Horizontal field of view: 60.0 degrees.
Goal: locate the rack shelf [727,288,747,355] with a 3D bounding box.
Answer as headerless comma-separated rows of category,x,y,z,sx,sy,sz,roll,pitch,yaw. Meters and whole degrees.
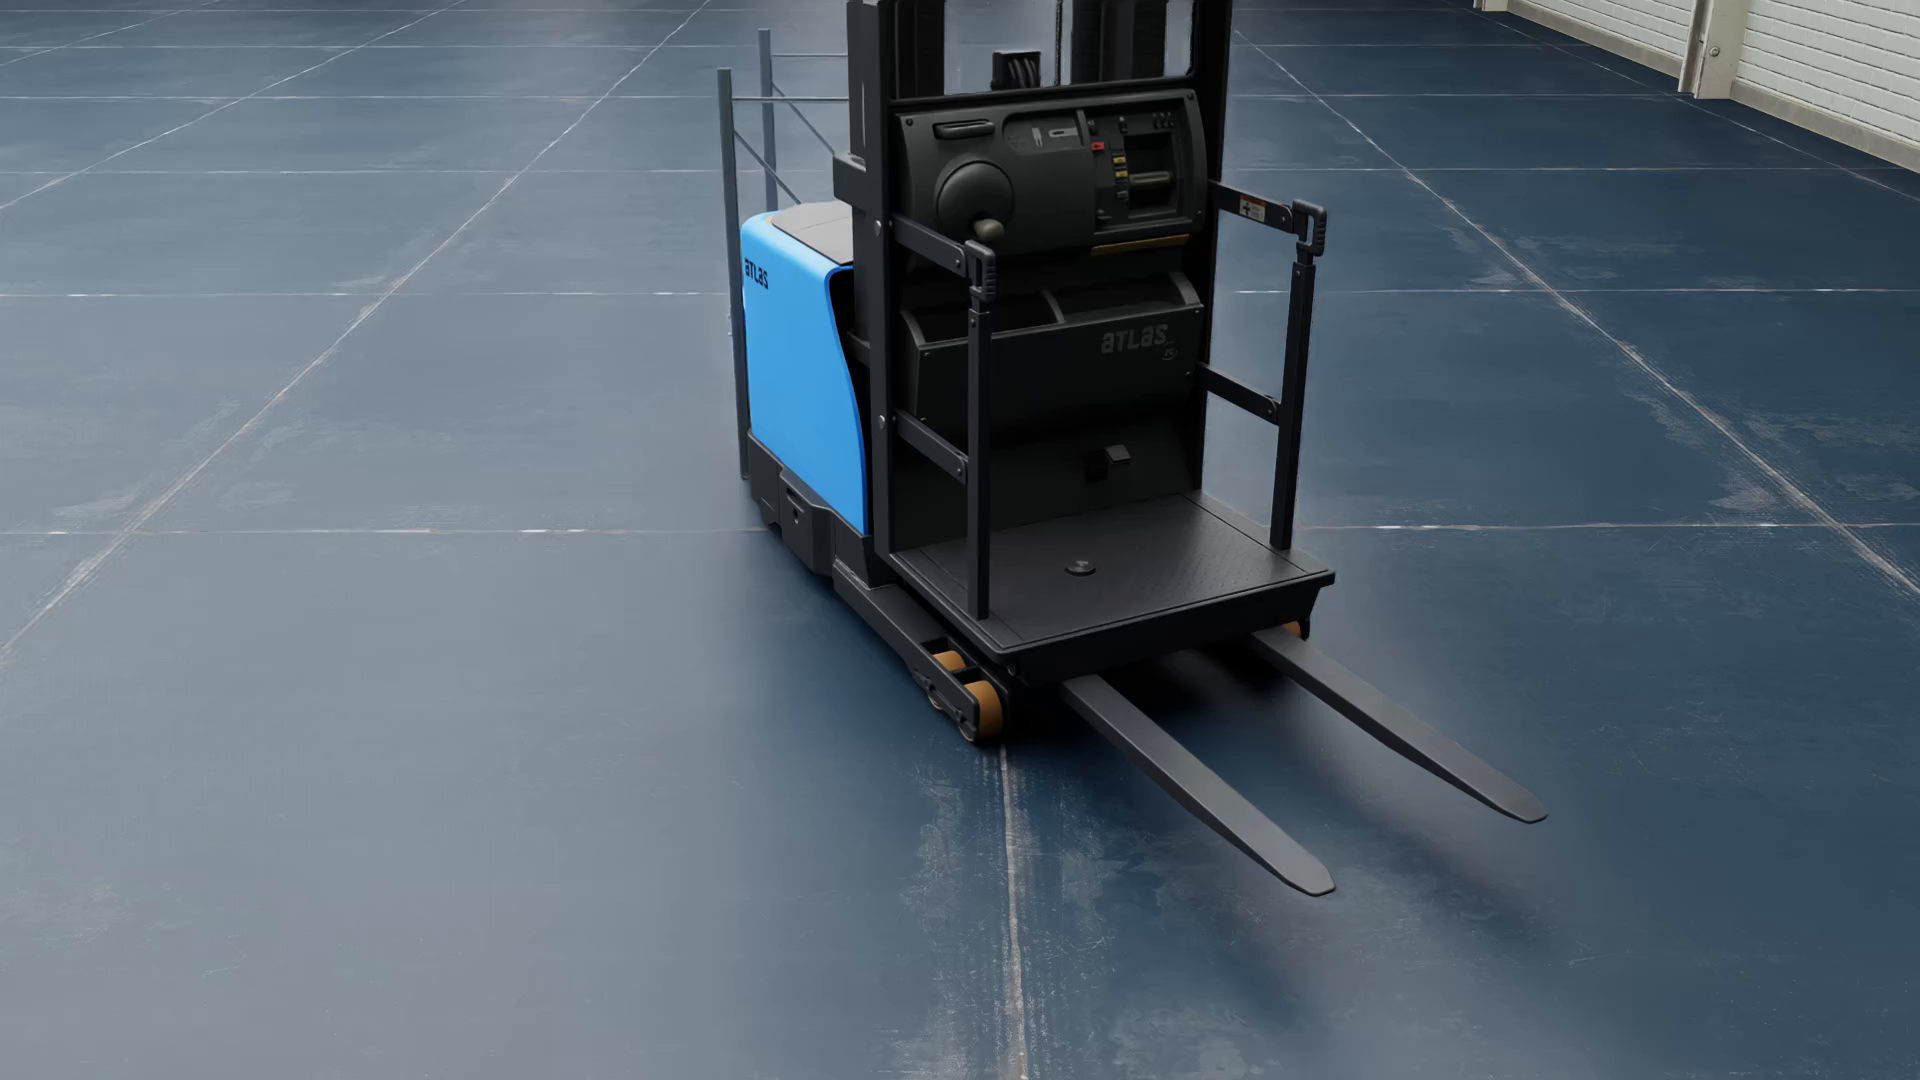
rack shelf,-0.561,-0.963,6.495,0.538,0.185,1.000,1,24,1

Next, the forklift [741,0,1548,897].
forklift,0.369,-0.994,4.392,1.130,2.935,3.031,-12,27,-24

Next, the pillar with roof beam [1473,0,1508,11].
pillar with roof beam,1.946,-10.330,17.670,9.100,9.000,0.400,0,24,-1

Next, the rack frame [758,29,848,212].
rack frame,-0.547,-1.336,6.884,0.500,1.500,0.032,1,24,1

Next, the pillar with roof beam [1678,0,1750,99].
pillar with roof beam,2.012,-7.858,12.204,9.100,9.000,0.400,0,24,-1

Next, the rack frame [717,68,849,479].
rack frame,-0.575,-0.917,5.958,0.500,1.500,0.032,1,24,1

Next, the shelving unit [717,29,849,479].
shelving unit,-0.561,-1.127,6.421,0.538,1.500,1.048,1,24,1
